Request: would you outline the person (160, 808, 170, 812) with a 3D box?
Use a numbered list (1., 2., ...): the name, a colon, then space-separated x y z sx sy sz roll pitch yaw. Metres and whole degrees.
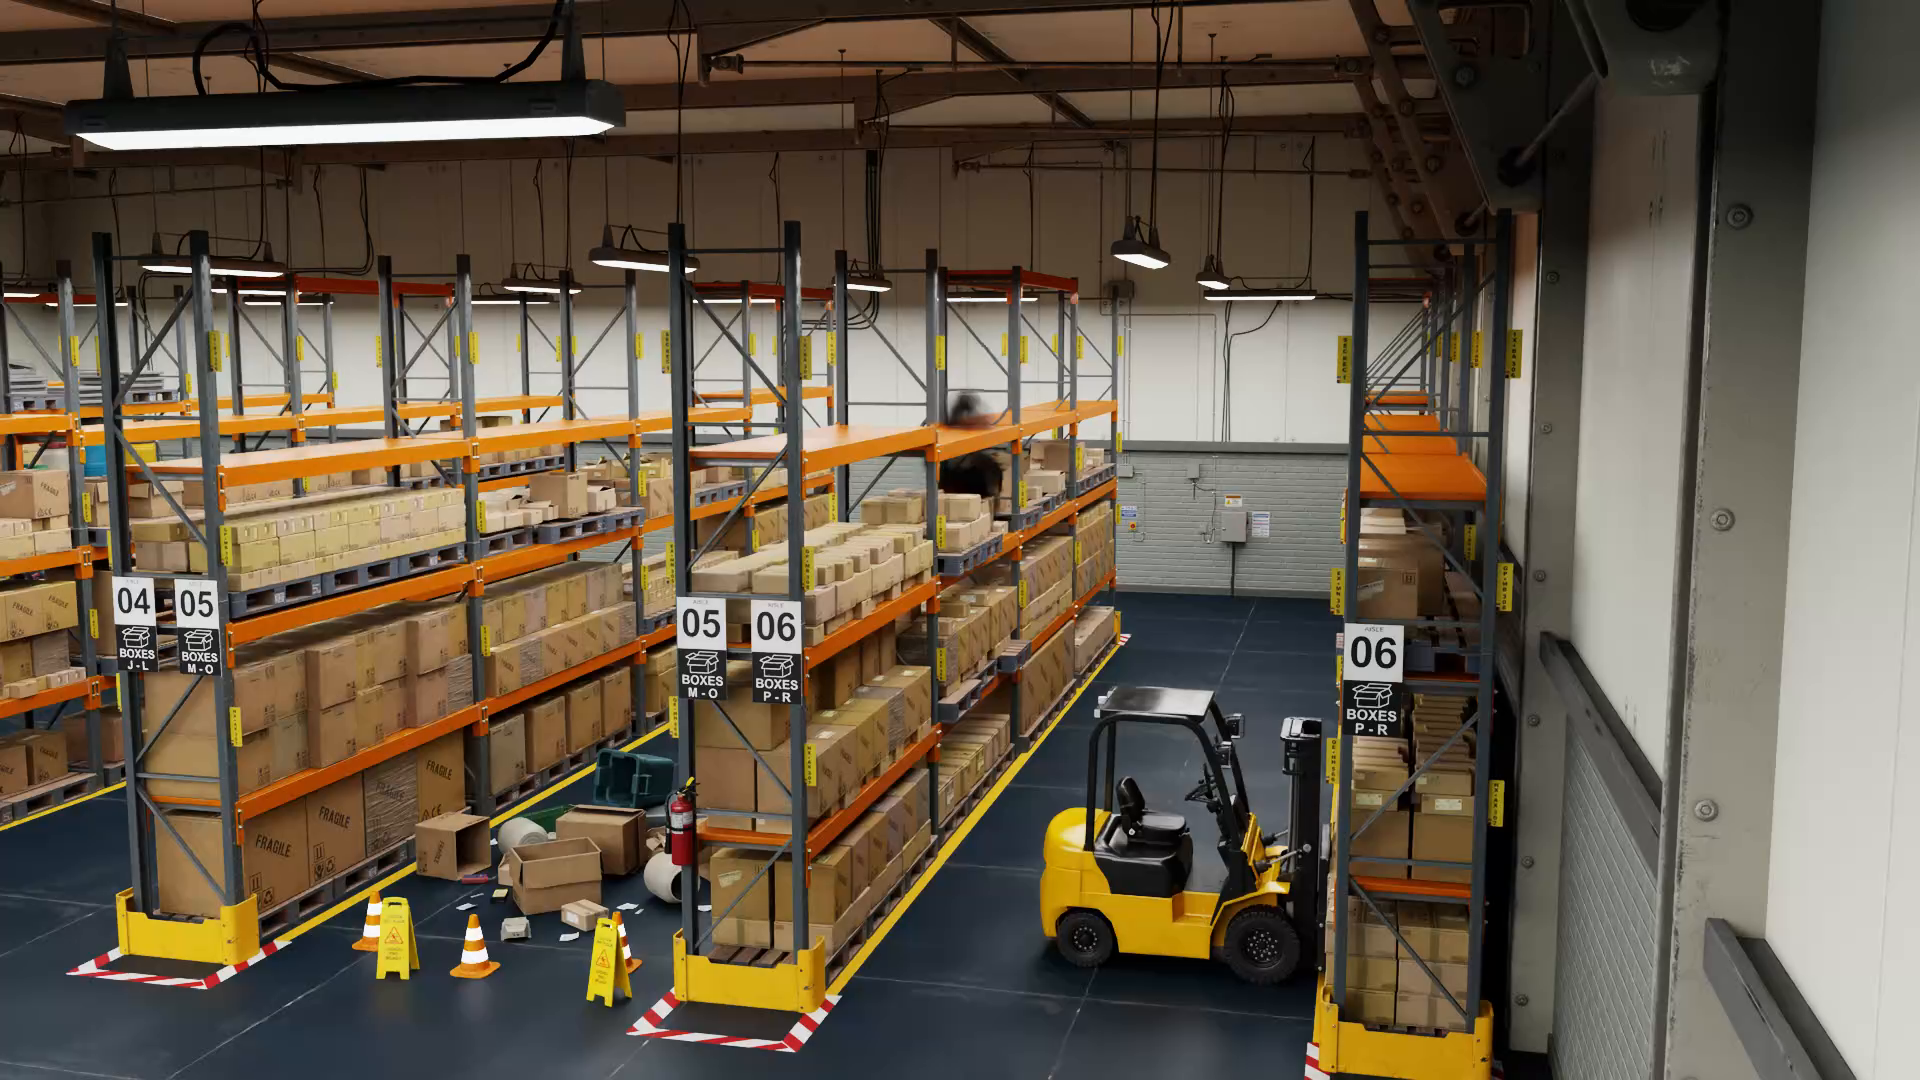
1. person: -7.510 2.356 16.212 0.694 1.694 0.563 2 7 14
